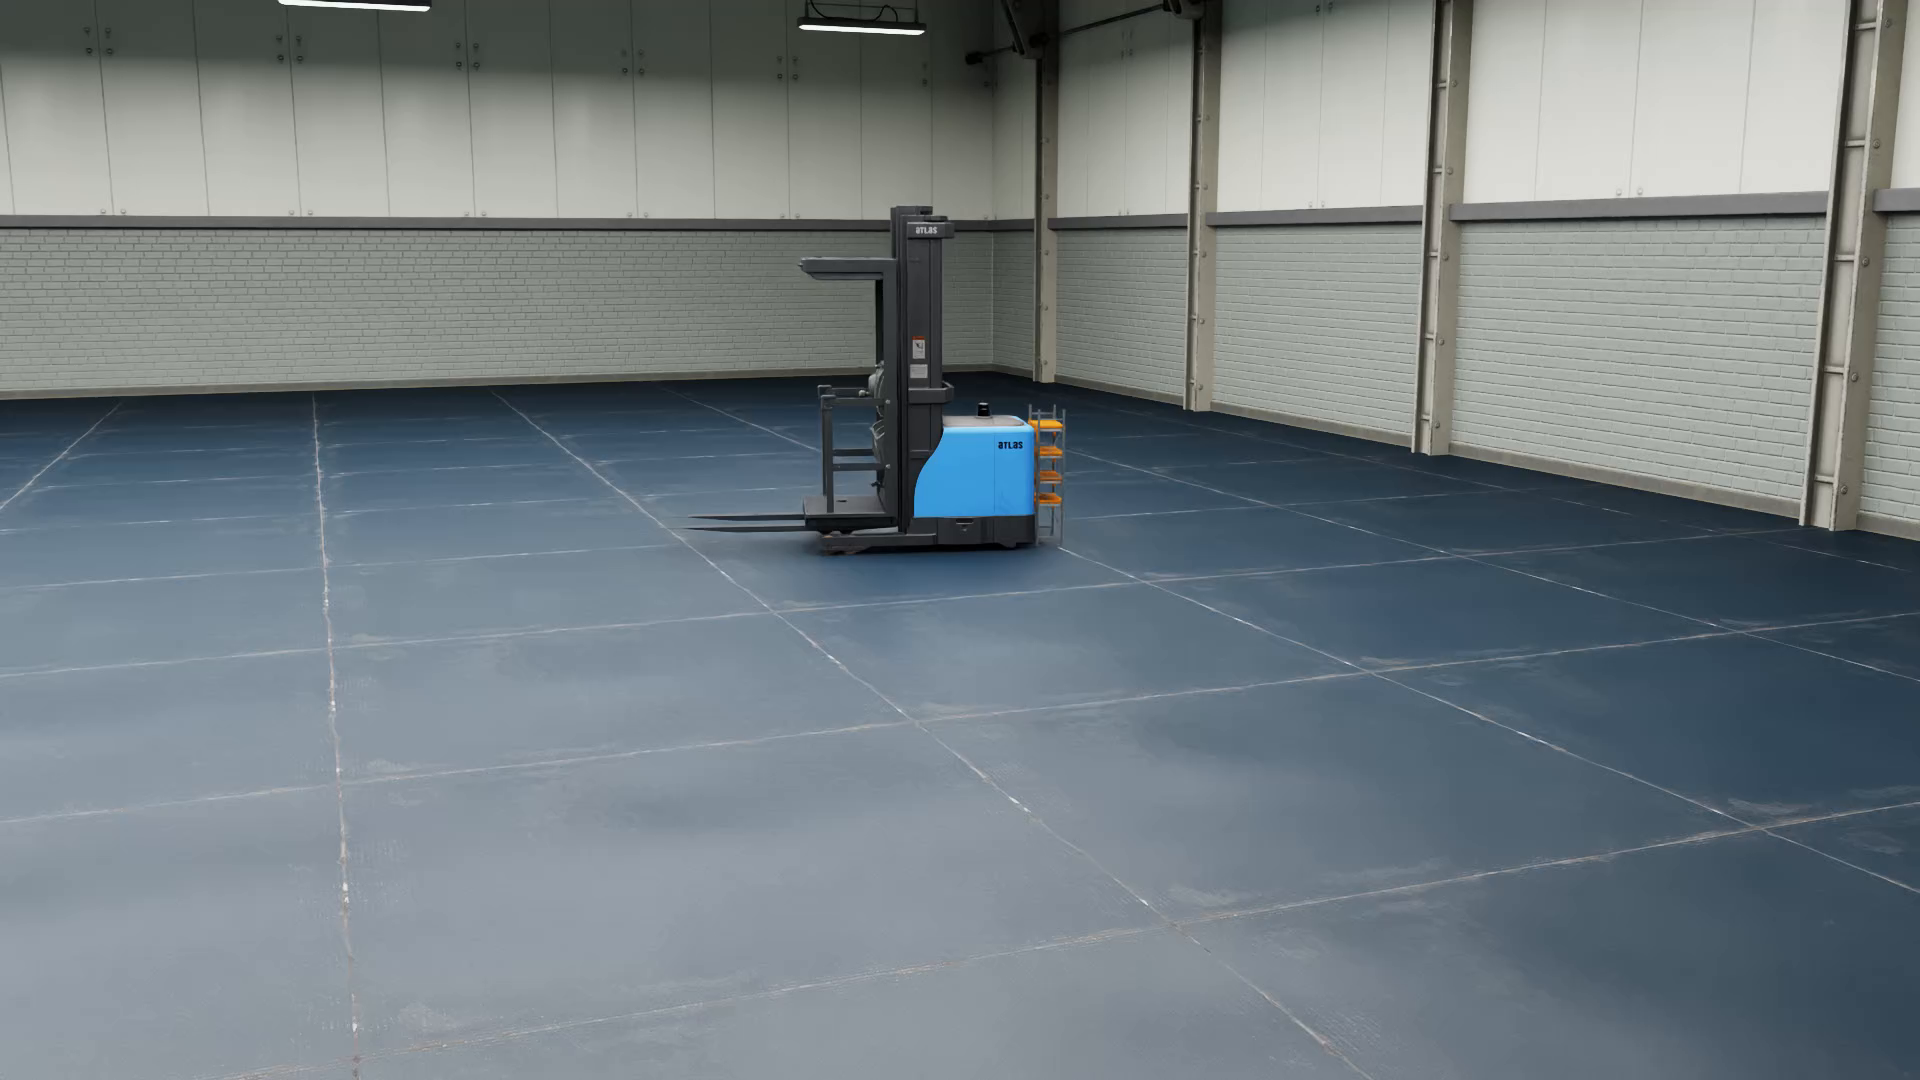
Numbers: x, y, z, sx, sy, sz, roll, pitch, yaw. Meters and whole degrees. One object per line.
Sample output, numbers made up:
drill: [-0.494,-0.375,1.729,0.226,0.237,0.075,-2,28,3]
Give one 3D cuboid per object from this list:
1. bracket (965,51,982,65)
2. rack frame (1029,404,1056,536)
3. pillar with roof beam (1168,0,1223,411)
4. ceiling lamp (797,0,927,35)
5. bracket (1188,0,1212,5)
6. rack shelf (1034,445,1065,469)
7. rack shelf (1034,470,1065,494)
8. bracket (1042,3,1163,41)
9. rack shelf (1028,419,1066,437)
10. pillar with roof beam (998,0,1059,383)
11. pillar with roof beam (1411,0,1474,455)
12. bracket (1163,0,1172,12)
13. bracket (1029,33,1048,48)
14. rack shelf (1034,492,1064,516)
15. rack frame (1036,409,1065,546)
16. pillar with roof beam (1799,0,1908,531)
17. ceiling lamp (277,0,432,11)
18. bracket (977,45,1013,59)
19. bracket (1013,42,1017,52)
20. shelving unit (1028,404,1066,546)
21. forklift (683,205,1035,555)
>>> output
bracket: [0.291,-9.697,33.461,0.235,0.232,0.430,-4,11,-21]
rack frame: [0.735,-0.625,15.002,0.240,1.200,0.015,-1,10,-7]
pillar with roof beam: [-0.208,-6.240,24.306,9.100,9.000,0.548,-4,11,-21]
ceiling lamp: [-1.592,-9.421,25.521,2.000,3.185,0.800,-4,11,-21]
bracket: [3.624,-8.195,25.019,0.235,0.232,0.430,-4,11,-21]
rack shelf: [0.764,-0.737,14.737,0.258,0.148,0.480,-1,10,-7]
rack shelf: [0.762,-0.516,14.776,0.258,0.148,0.480,-1,10,-7]
bracket: [2.384,-8.754,28.160,0.076,0.066,4.783,-4,11,-21]
rack shelf: [0.766,-0.970,14.695,0.258,0.148,0.480,-1,10,-7]
pillar with roof beam: [-2.382,-7.219,29.811,9.100,9.000,0.548,-4,11,-21]
pillar with roof beam: [1.967,-5.261,18.800,9.100,9.000,0.400,-4,11,-21]
bracket: [3.324,-8.331,25.781,0.235,0.232,0.430,-4,11,-21]
bracket: [1.450,-9.175,30.525,0.235,0.232,0.430,-4,11,-21]
rack shelf: [0.761,-0.321,14.810,0.258,0.148,0.480,-1,10,-7]
rack frame: [0.791,-0.540,14.525,0.240,1.200,0.015,-1,10,-7]
pillar with roof beam: [4.141,-4.281,13.294,9.100,9.000,0.400,-4,11,-21]
ceiling lamp: [-8.434,-8.955,22.902,2.000,3.185,0.800,-4,11,-21]
bracket: [0.505,-9.601,32.919,0.076,0.066,3.189,-4,11,-21]
bracket: [1.149,-9.310,31.286,0.235,0.232,0.430,-4,11,-21]
shelving unit: [0.763,-0.583,14.764,0.258,1.200,0.503,-1,10,-7]
forklift: [-0.900,-1.414,14.497,3.031,2.935,1.130,-1,10,-6]
